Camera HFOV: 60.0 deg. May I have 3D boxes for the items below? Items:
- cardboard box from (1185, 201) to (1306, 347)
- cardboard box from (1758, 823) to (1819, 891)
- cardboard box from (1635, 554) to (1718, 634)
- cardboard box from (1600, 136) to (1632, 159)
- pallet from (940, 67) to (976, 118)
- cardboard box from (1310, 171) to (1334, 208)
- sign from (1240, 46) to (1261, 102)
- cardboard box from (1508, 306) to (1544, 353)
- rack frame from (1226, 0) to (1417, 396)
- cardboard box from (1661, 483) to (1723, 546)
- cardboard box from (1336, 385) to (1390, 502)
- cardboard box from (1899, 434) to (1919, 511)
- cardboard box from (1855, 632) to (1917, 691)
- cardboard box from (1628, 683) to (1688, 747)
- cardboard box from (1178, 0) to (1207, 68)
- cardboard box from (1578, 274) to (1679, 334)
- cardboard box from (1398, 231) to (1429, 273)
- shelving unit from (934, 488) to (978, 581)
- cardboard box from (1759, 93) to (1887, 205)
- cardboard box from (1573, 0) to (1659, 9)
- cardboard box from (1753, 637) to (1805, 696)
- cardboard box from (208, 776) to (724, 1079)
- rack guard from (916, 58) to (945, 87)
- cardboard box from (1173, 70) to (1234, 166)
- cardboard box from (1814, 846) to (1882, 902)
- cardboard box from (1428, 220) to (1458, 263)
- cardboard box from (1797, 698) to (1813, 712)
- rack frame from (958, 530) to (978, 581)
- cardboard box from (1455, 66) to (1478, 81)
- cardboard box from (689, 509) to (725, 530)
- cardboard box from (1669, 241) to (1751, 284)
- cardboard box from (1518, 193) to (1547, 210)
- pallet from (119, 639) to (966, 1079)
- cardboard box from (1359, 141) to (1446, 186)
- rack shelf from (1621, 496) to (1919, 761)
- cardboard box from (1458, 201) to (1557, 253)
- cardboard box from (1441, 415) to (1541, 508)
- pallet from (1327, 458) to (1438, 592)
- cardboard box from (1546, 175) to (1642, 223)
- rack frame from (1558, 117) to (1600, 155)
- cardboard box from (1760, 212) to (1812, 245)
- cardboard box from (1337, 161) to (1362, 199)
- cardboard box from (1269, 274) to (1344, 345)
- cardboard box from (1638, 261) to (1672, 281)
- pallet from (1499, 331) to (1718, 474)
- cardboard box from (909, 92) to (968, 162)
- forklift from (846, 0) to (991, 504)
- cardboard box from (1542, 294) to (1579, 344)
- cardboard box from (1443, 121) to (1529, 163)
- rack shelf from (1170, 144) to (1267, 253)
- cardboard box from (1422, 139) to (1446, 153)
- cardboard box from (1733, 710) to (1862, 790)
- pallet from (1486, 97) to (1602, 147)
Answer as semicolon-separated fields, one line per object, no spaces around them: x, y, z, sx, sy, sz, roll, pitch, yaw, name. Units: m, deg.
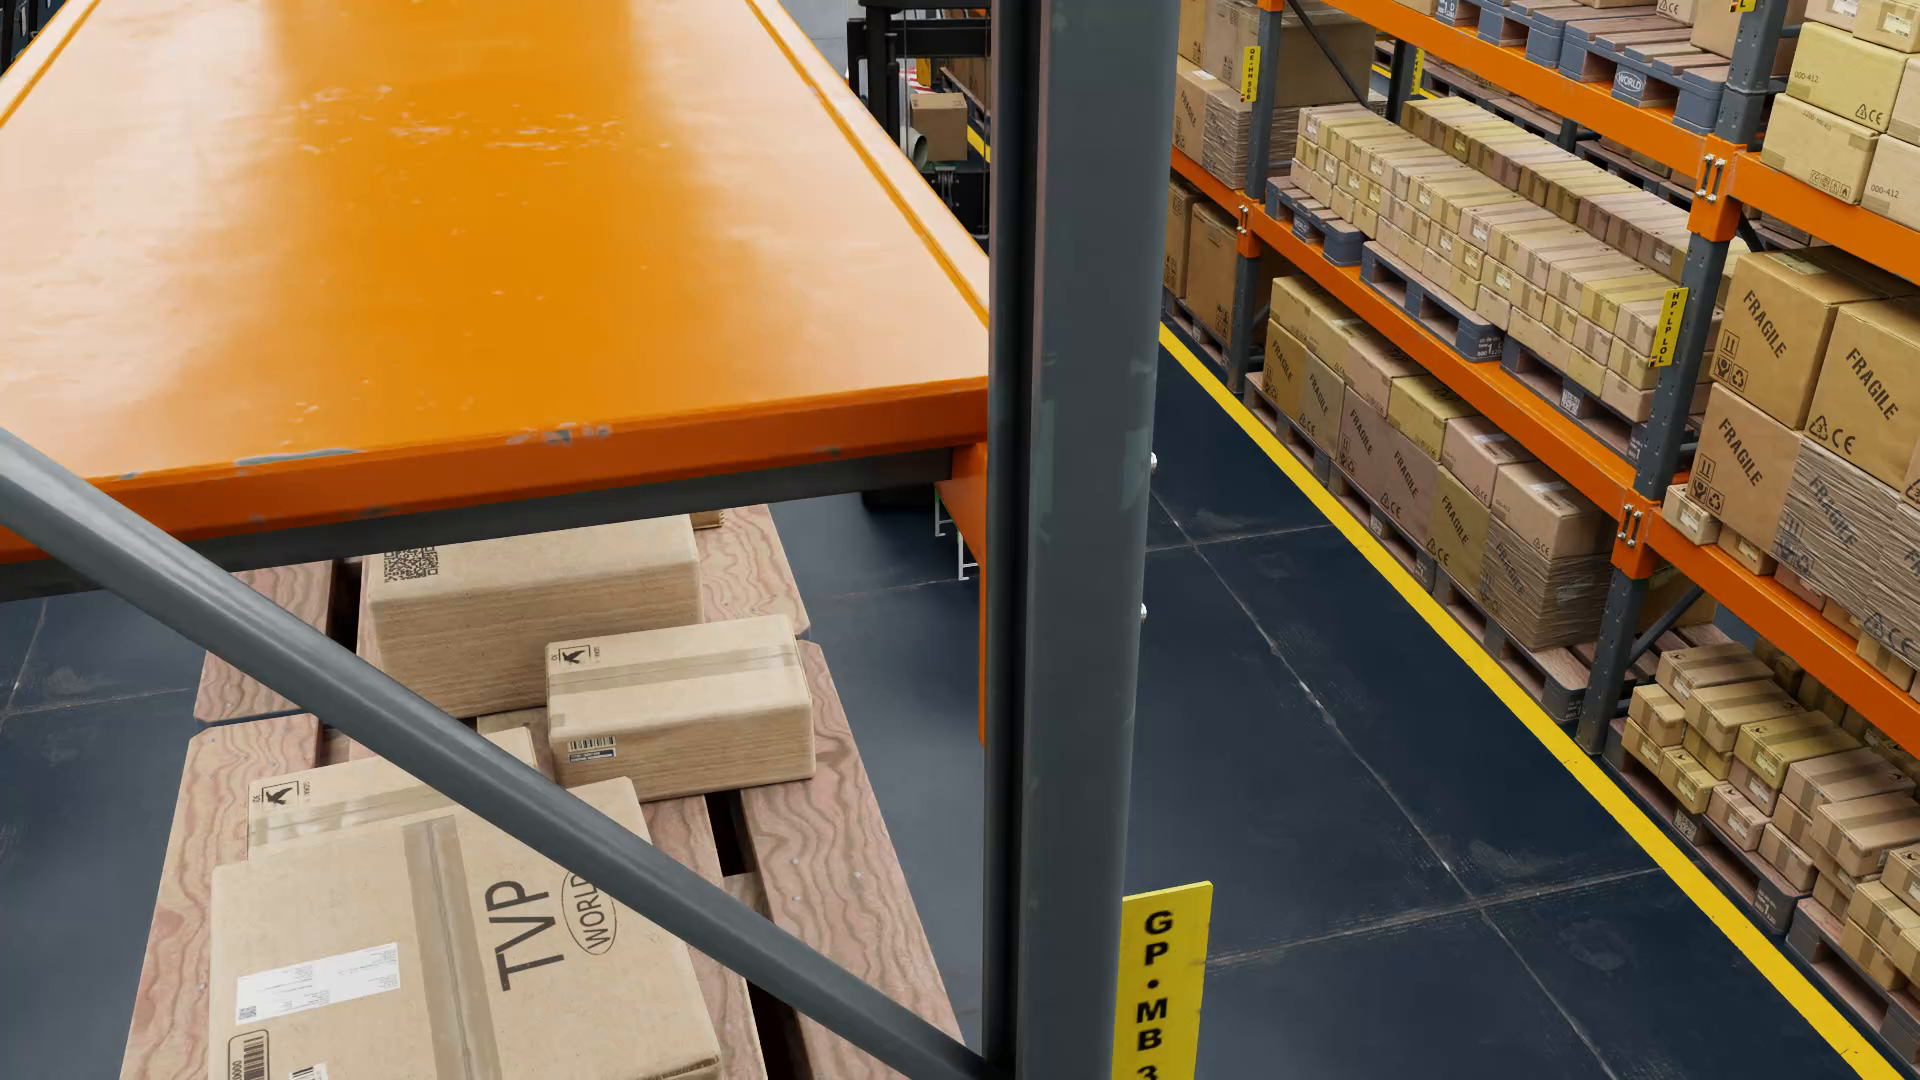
2.185;-1.855;11.286;1.050;0.750;0.750;-8;31;-14;cardboard box
3.410;1.220;6.575;0.380;0.149;0.250;-8;31;-14;cardboard box
3.381;0.099;8.160;0.500;0.500;0.500;-7;31;-11;cardboard box
6.149;-3.692;14.691;0.700;0.500;0.500;-10;32;-17;cardboard box
0.424;-4.622;17.024;1.003;0.211;1.213;-8;31;-13;pallet
2.255;-2.041;9.613;0.380;0.149;0.250;-6;31;-11;cardboard box
1.725;-2.766;9.879;0.100;0.325;0.005;-8;31;-13;sign
2.825;-1.014;7.840;0.380;0.149;0.250;-9;31;-16;cardboard box
2.260;-2.341;10.299;1.000;3.000;0.127;-8;31;-13;rack frame
3.081;-0.120;6.713;0.380;0.149;0.250;-7;31;-11;cardboard box
2.479;-0.575;9.326;0.500;0.500;0.500;-9;31;-15;cardboard box
3.462;-0.267;5.322;0.500;0.500;0.500;-7;31;-12;cardboard box
3.413;0.380;5.850;0.380;0.149;0.250;-7;31;-12;cardboard box
3.109;0.732;7.120;0.380;0.149;0.250;-6;31;-11;cardboard box
1.876;-3.526;11.250;0.700;0.500;0.500;-8;31;-14;cardboard box
2.954;-1.037;7.284;0.380;0.149;0.250;-9;31;-15;cardboard box
2.538;-1.530;8.731;0.380;0.149;0.250;-7;31;-13;cardboard box
0.044;-0.439;8.811;0.258;1.200;0.503;-8;31;-13;shelving unit
3.190;-1.383;5.801;0.500;0.250;0.500;-6;31;-11;cardboard box
3.038;-2.697;7.398;0.797;0.503;0.637;-8;31;-14;cardboard box
3.667;0.523;7.184;0.380;0.149;0.250;-7;31;-12;cardboard box
-0.569;0.567;1.913;0.500;0.250;0.500;-11;32;-18;cardboard box
0.130;-5.134;17.621;1.175;0.500;0.348;-8;31;-13;rack guard
1.750;-2.807;11.005;0.500;0.500;0.500;-8;31;-13;cardboard box
3.481;1.222;6.274;0.380;0.149;0.250;-6;31;-11;cardboard box
2.613;-1.531;8.435;0.380;0.149;0.250;-7;31;-11;cardboard box
3.795;0.754;7.083;0.380;0.149;0.250;-9;31;-16;cardboard box
0.109;-0.321;8.608;0.240;1.200;0.015;-8;31;-13;rack frame
5.434;-5.022;17.008;0.500;0.500;0.500;-5;30;-9;cardboard box
-0.753;-0.330;3.212;0.500;0.500;0.500;-7;31;-12;cardboard box
3.515;-1.249;7.650;0.380;0.149;0.250;-8;31;-13;cardboard box
3.174;-1.742;8.799;0.380;0.149;0.250;-7;31;-12;cardboard box
-0.570;0.614;2.290;1.003;0.211;1.213;-8;31;-13;pallet
2.400;-2.046;9.027;0.380;0.149;0.250;-9;31;-15;cardboard box
3.852;0.869;5.473;1.077;0.370;4.000;-8;31;-13;rack shelf
2.681;-1.537;8.148;0.380;0.149;0.250;-9;31;-16;cardboard box
2.756;-0.409;8.290;0.500;0.250;0.500;-6;31;-11;cardboard box
2.786;-0.168;9.329;1.003;0.211;1.213;-8;31;-13;pallet
3.241;-1.745;8.508;0.380;0.149;0.250;-7;31;-12;cardboard box
6.007;-4.883;14.692;1.000;3.000;0.127;-8;31;-13;rack frame
6.712;-2.647;12.885;0.700;0.500;0.500;-10;32;-17;cardboard box
2.342;-2.023;9.285;0.380;0.149;0.250;-9;31;-15;cardboard box
2.209;-1.400;10.001;0.500;0.250;0.500;-9;31;-16;cardboard box
3.451;-1.237;7.927;0.380;0.149;0.250;-9;31;-15;cardboard box
3.259;-0.714;7.681;1.003;0.211;1.213;-8;31;-13;pallet
-0.203;-3.805;15.322;0.500;0.500;0.500;-3;30;-5;cardboard box
-0.111;-2.177;10.085;1.130;2.935;3.031;-2;30;-3;forklift
2.891;-1.024;7.559;0.380;0.149;0.250;-7;31;-11;cardboard box
2.966;-2.247;9.376;0.380;0.149;0.250;-7;31;-12;cardboard box
1.729;-2.995;12.148;1.077;0.370;4.000;-8;31;-13;rack shelf
2.902;-2.236;9.653;0.380;0.149;0.250;-7;31;-11;cardboard box
3.344;0.836;6.643;0.380;0.149;0.250;-8;31;-14;cardboard box
5.795;-3.996;15.943;1.003;0.211;1.213;-8;31;-13;pallet
